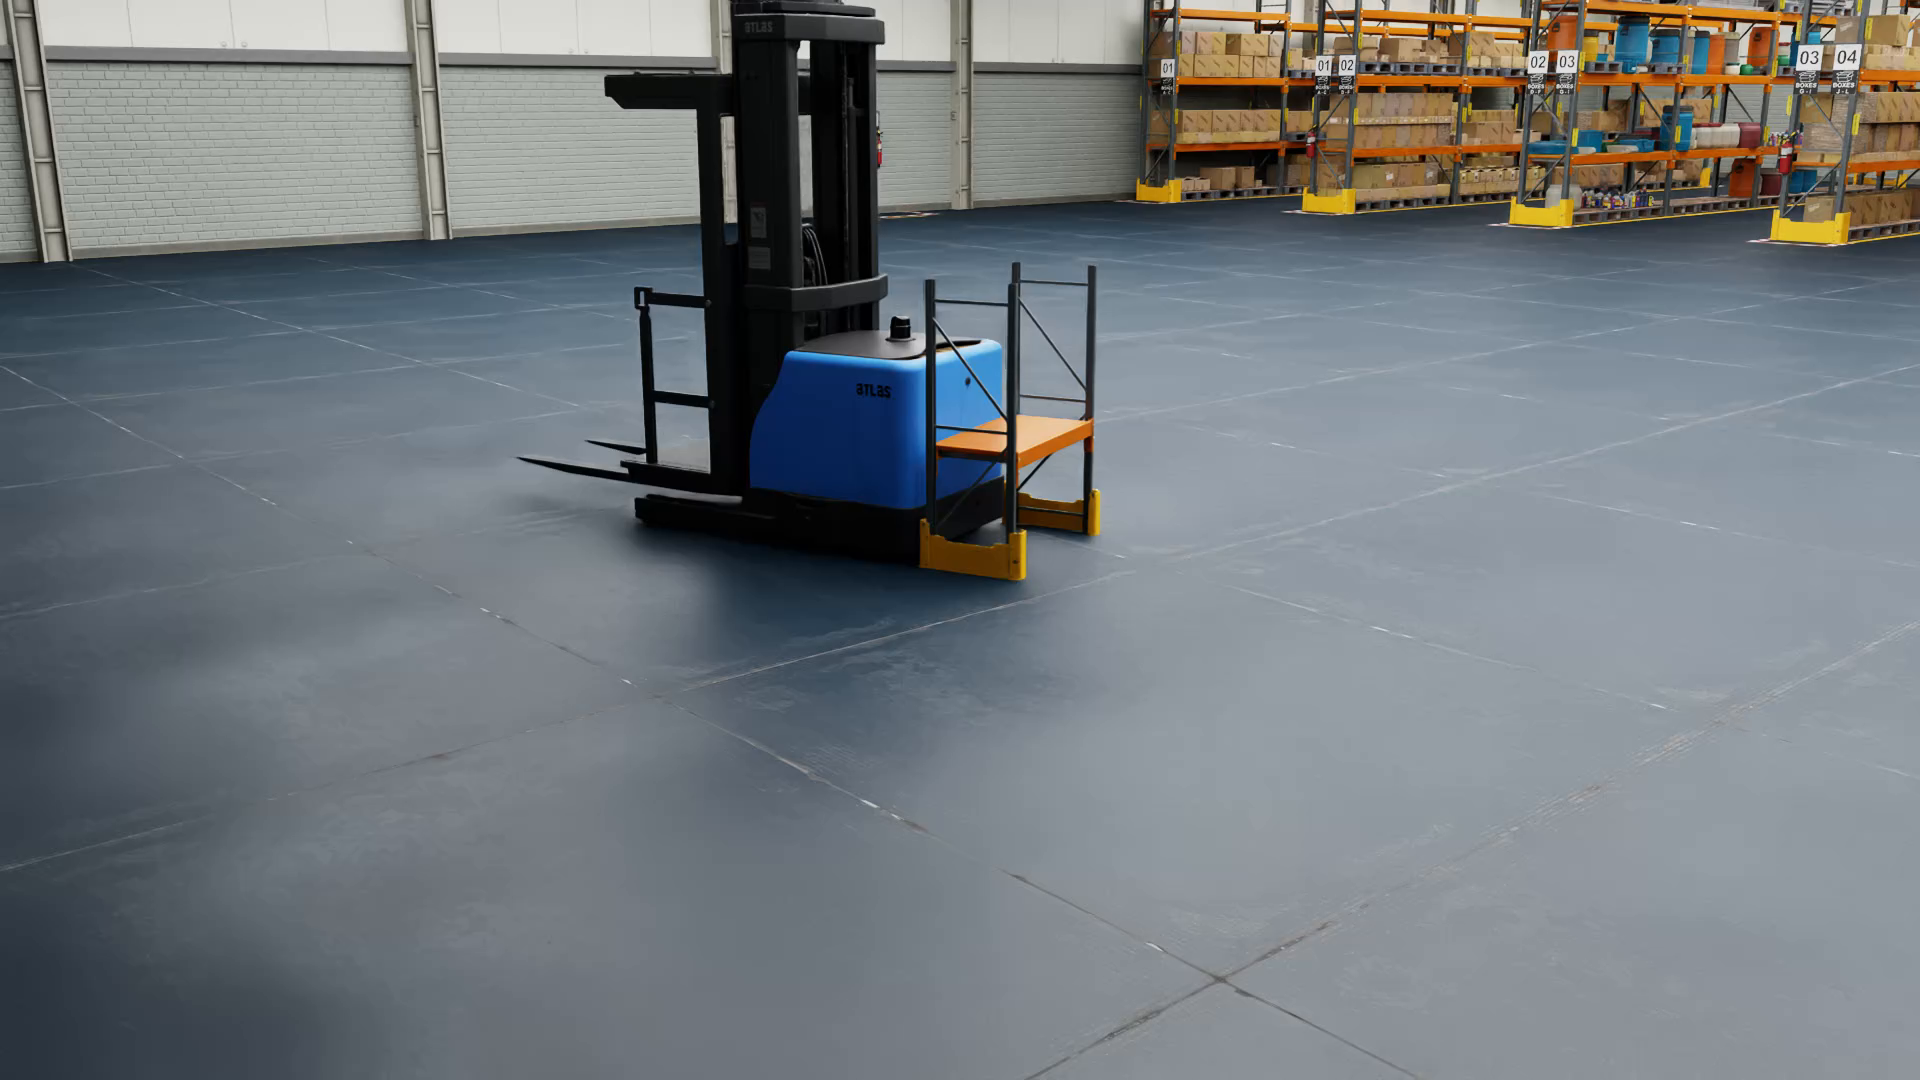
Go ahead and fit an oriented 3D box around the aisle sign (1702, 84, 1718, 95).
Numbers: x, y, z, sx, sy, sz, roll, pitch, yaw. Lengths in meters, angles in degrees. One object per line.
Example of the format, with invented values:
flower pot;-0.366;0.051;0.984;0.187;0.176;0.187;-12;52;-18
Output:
aisle sign;20.183;-12.364;44.688;0.004;0.787;0.394;-13;19;-39

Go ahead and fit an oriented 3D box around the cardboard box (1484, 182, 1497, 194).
cardboard box;12.120;-8.193;38.623;0.500;0.250;0.500;-13;20;-41

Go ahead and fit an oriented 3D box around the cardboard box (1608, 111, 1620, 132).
cardboard box;16.409;-10.693;42.463;0.700;0.500;0.500;8;17;28

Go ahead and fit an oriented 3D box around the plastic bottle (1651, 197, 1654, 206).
plastic bottle;14.057;-6.897;33.828;0.097;0.201;0.097;0;15;0

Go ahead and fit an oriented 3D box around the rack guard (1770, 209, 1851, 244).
rack guard;14.418;-5.322;28.205;0.348;0.500;1.175;-13;19;-39

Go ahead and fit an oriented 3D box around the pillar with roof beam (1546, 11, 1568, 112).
pillar with roof beam;20.971;-14.806;47.243;0.400;9.000;9.100;-13;19;-39

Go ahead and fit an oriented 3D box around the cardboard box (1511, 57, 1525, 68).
cardboard box;12.767;-11.106;38.679;0.500;0.250;0.500;-13;20;-40

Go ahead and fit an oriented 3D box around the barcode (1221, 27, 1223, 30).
barcode;6.292;-12.302;40.001;0.075;0.075;0.001;-13;19;-39

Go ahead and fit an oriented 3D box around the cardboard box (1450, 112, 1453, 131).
cardboard box;13.097;-11.429;45.414;0.500;0.500;0.500;-12;19;-39

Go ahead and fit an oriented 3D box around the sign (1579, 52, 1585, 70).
sign;11.467;-8.827;30.652;0.005;0.325;0.100;-13;19;-39

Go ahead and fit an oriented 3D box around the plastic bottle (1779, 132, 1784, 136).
plastic bottle;18.964;-9.263;38.357;0.135;0.276;0.152;-13;19;-39

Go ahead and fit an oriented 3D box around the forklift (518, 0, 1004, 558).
forklift;-1.277;-1.584;9.499;3.031;2.935;1.130;9;17;30

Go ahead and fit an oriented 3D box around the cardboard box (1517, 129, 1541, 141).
cardboard box;13.592;-9.705;39.943;0.500;0.311;0.500;-11;19;-36

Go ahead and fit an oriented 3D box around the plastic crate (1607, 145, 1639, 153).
plastic crate;13.068;-7.707;32.801;0.437;0.136;0.530;-13;19;-39

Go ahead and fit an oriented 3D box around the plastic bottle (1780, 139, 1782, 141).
plastic bottle;18.238;-8.866;37.014;0.097;0.201;0.097;0;15;0

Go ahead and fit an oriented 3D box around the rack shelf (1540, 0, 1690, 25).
rack shelf;12.618;-10.177;32.083;4.000;0.370;1.077;-13;19;-39

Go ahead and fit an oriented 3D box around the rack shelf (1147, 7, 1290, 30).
rack shelf;6.114;-12.298;39.252;4.000;0.370;1.077;-13;19;-39

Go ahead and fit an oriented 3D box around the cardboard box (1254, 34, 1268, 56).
cardboard box;7.014;-11.844;39.797;0.500;0.500;0.500;-11;19;-36

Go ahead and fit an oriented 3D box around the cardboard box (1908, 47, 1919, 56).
cardboard box;16.331;-8.428;28.696;0.250;0.149;0.380;-12;19;-37

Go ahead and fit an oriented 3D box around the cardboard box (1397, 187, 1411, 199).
cardboard box;9.543;-7.622;36.485;0.500;0.250;0.500;-13;19;-39

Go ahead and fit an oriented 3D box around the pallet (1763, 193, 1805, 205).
pallet;18.631;-7.836;38.178;1.213;0.211;1.003;-13;19;-39

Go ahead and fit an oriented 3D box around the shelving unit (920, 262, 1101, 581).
shelving unit;0.289;-0.671;8.857;0.587;1.500;1.083;7;17;26

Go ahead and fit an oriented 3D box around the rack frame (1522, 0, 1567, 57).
rack frame;13.895;-12.699;39.356;0.127;3.000;1.000;-13;19;-39

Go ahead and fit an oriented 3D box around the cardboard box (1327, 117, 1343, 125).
cardboard box;8.023;-8.909;35.341;0.250;0.149;0.380;-13;20;-40

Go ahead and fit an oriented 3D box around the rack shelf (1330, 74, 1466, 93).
rack shelf;9.369;-9.886;36.031;4.000;0.370;1.077;-13;19;-39

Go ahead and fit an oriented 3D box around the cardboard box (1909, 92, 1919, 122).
cardboard box;16.465;-7.570;29.070;0.500;0.500;0.500;-13;19;-39

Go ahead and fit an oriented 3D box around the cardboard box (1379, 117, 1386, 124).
cardboard box;8.876;-8.962;35.537;0.250;0.149;0.380;-13;20;-40

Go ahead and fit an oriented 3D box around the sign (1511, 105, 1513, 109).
sign;16.316;-12.686;49.098;0.005;0.325;0.100;-13;19;-39

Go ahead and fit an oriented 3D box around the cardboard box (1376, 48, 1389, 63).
cardboard box;8.975;-10.463;35.884;0.500;0.311;0.500;-10;18;-33

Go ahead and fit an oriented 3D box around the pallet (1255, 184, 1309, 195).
pallet;8.210;-8.872;42.056;1.213;0.211;1.003;-13;19;-39

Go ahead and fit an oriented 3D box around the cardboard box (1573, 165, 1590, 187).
cardboard box;15.199;-9.001;41.127;0.500;0.500;0.500;-13;20;-40

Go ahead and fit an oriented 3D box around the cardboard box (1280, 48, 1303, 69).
cardboard box;8.088;-11.865;41.036;0.500;0.500;0.500;-9;18;-32

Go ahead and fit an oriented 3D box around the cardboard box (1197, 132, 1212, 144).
cardboard box;5.565;-9.458;39.099;0.500;0.250;0.500;-13;20;-41

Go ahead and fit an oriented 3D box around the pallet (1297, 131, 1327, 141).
pallet;9.174;-10.329;42.478;1.213;0.211;1.003;-13;19;-39

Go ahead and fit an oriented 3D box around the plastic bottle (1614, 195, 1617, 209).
plastic bottle;12.940;-6.680;32.880;0.097;0.271;0.097;0;15;0

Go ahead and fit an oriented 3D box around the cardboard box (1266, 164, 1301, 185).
cardboard box;8.168;-9.220;41.946;0.500;0.500;0.700;-12;19;-38

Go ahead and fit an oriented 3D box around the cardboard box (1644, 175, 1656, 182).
cardboard box;18.017;-9.500;43.640;0.250;0.166;0.380;-13;19;-39

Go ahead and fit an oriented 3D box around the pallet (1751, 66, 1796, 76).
pallet;17.785;-10.305;36.569;1.213;0.211;1.003;-13;19;-39

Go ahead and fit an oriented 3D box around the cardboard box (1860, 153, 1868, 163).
cardboard box;15.131;-6.475;28.166;0.250;0.149;0.380;-13;19;-39

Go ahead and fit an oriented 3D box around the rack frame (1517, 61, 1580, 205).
rack frame;11.109;-7.481;31.444;0.127;3.000;1.000;-13;19;-39

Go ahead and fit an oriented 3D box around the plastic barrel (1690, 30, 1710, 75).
plastic barrel;15.354;-10.200;34.839;0.708;0.901;0.600;-13;19;-39

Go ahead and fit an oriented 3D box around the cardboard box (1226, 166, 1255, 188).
cardboard box;6.866;-8.909;40.780;0.500;0.500;0.500;14;21;43

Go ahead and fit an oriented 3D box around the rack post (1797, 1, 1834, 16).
rack post;18.718;-11.803;36.968;0.954;0.300;0.937;-10;18;-33

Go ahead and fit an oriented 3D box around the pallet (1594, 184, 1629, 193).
pallet;16.324;-8.986;42.484;1.213;0.211;1.003;-13;19;-39

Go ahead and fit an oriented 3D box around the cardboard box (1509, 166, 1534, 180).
cardboard box;13.274;-8.721;39.513;0.500;0.311;0.500;-13;20;-40

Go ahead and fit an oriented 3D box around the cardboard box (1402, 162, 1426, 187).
cardboard box;9.912;-8.071;36.715;0.500;0.500;0.500;-13;19;-39

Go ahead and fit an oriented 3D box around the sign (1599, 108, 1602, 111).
sign;16.551;-11.001;42.946;0.005;0.325;0.100;-13;19;-39

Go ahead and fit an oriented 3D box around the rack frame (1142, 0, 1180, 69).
rack frame;4.606;-12.308;37.890;0.127;3.000;1.000;-13;19;-39

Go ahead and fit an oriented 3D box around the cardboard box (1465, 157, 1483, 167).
cardboard box;14.290;-10.544;46.943;0.500;0.500;0.700;-12;19;-39

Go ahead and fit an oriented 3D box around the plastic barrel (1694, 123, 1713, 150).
plastic barrel;15.546;-8.468;34.876;0.433;0.535;0.433;0;15;0

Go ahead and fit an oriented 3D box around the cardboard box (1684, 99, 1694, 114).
cardboard box;19.006;-11.384;43.926;0.500;0.500;0.500;-12;19;-38

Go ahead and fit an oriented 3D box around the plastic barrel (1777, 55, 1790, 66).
plastic barrel;18.094;-10.548;36.601;0.294;0.245;0.294;0;15;0

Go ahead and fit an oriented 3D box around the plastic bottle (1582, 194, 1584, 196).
plastic bottle;12.415;-6.811;33.363;0.135;0.276;0.152;-12;19;-39
